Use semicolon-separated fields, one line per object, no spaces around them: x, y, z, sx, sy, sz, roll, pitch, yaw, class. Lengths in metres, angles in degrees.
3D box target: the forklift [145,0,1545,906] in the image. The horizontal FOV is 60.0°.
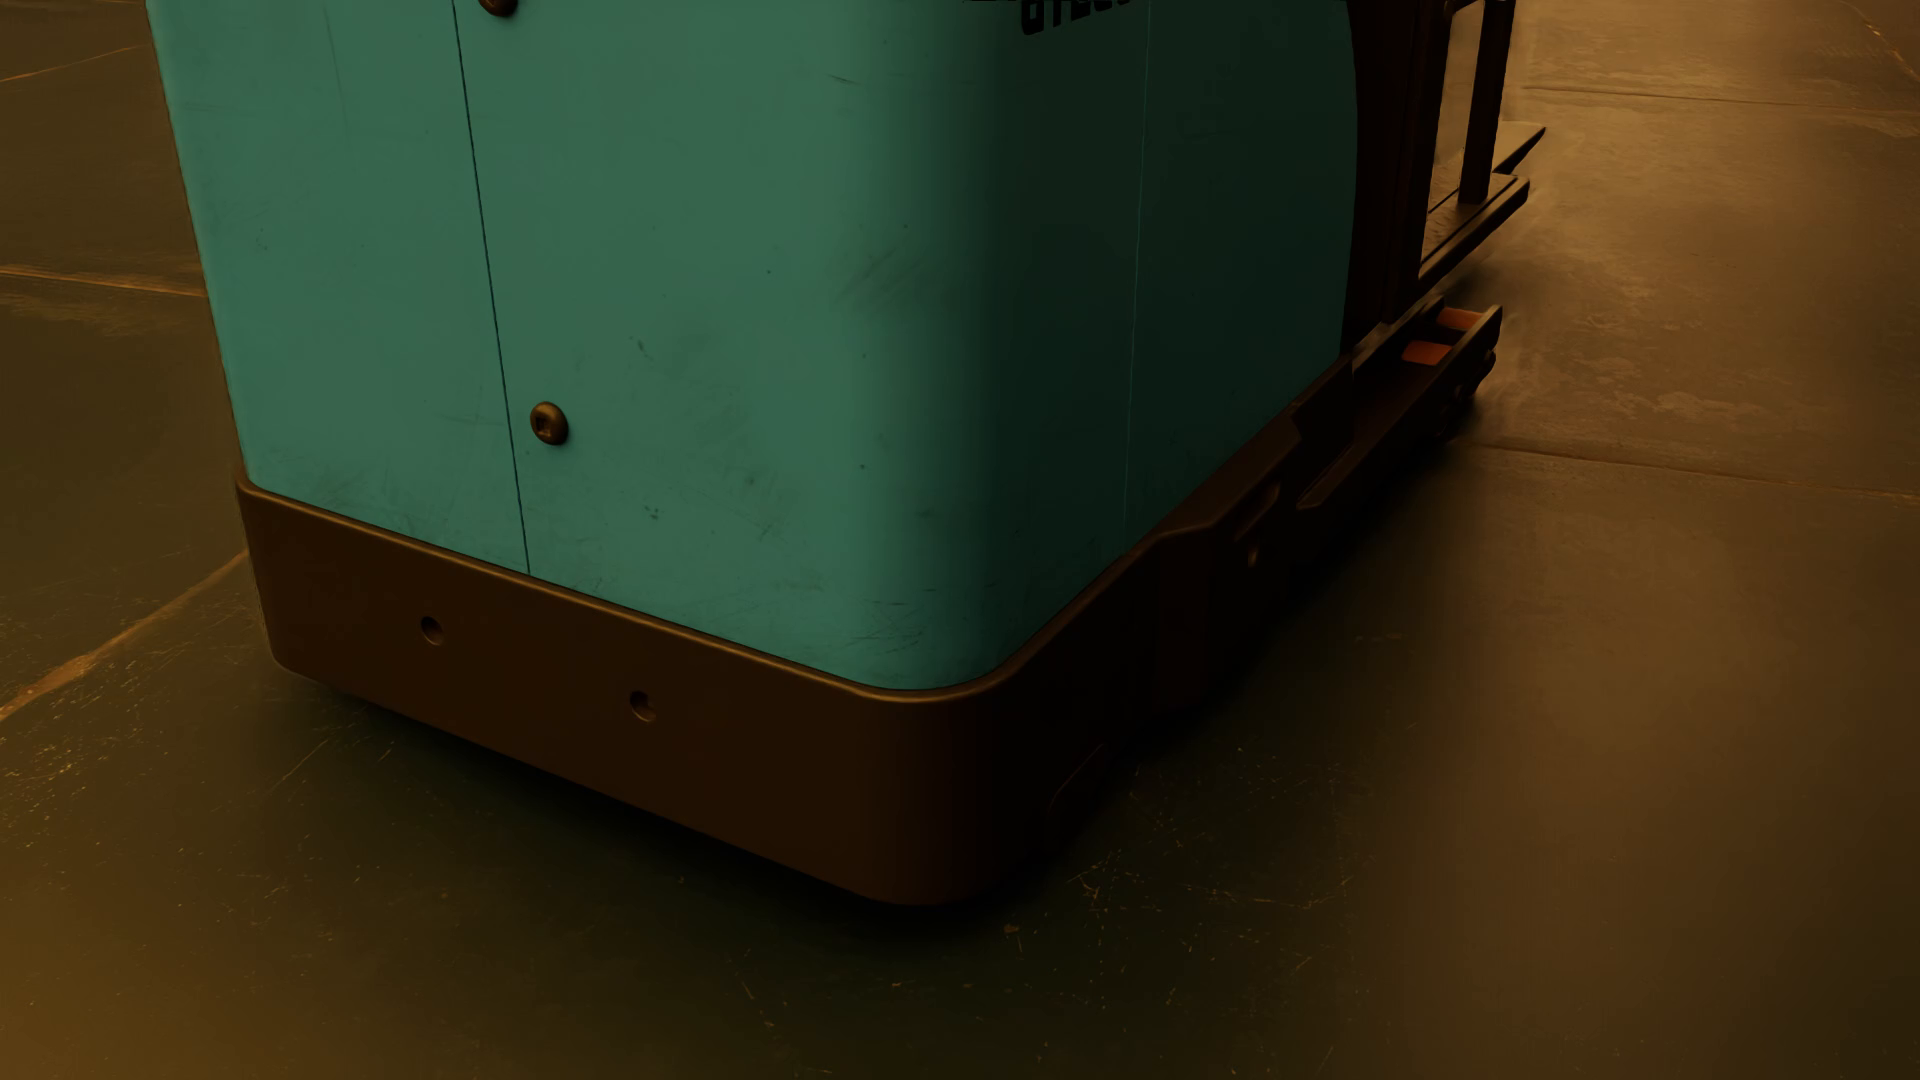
0.317;-1.576;2.364;1.130;2.935;3.031;15;31;27;forklift
